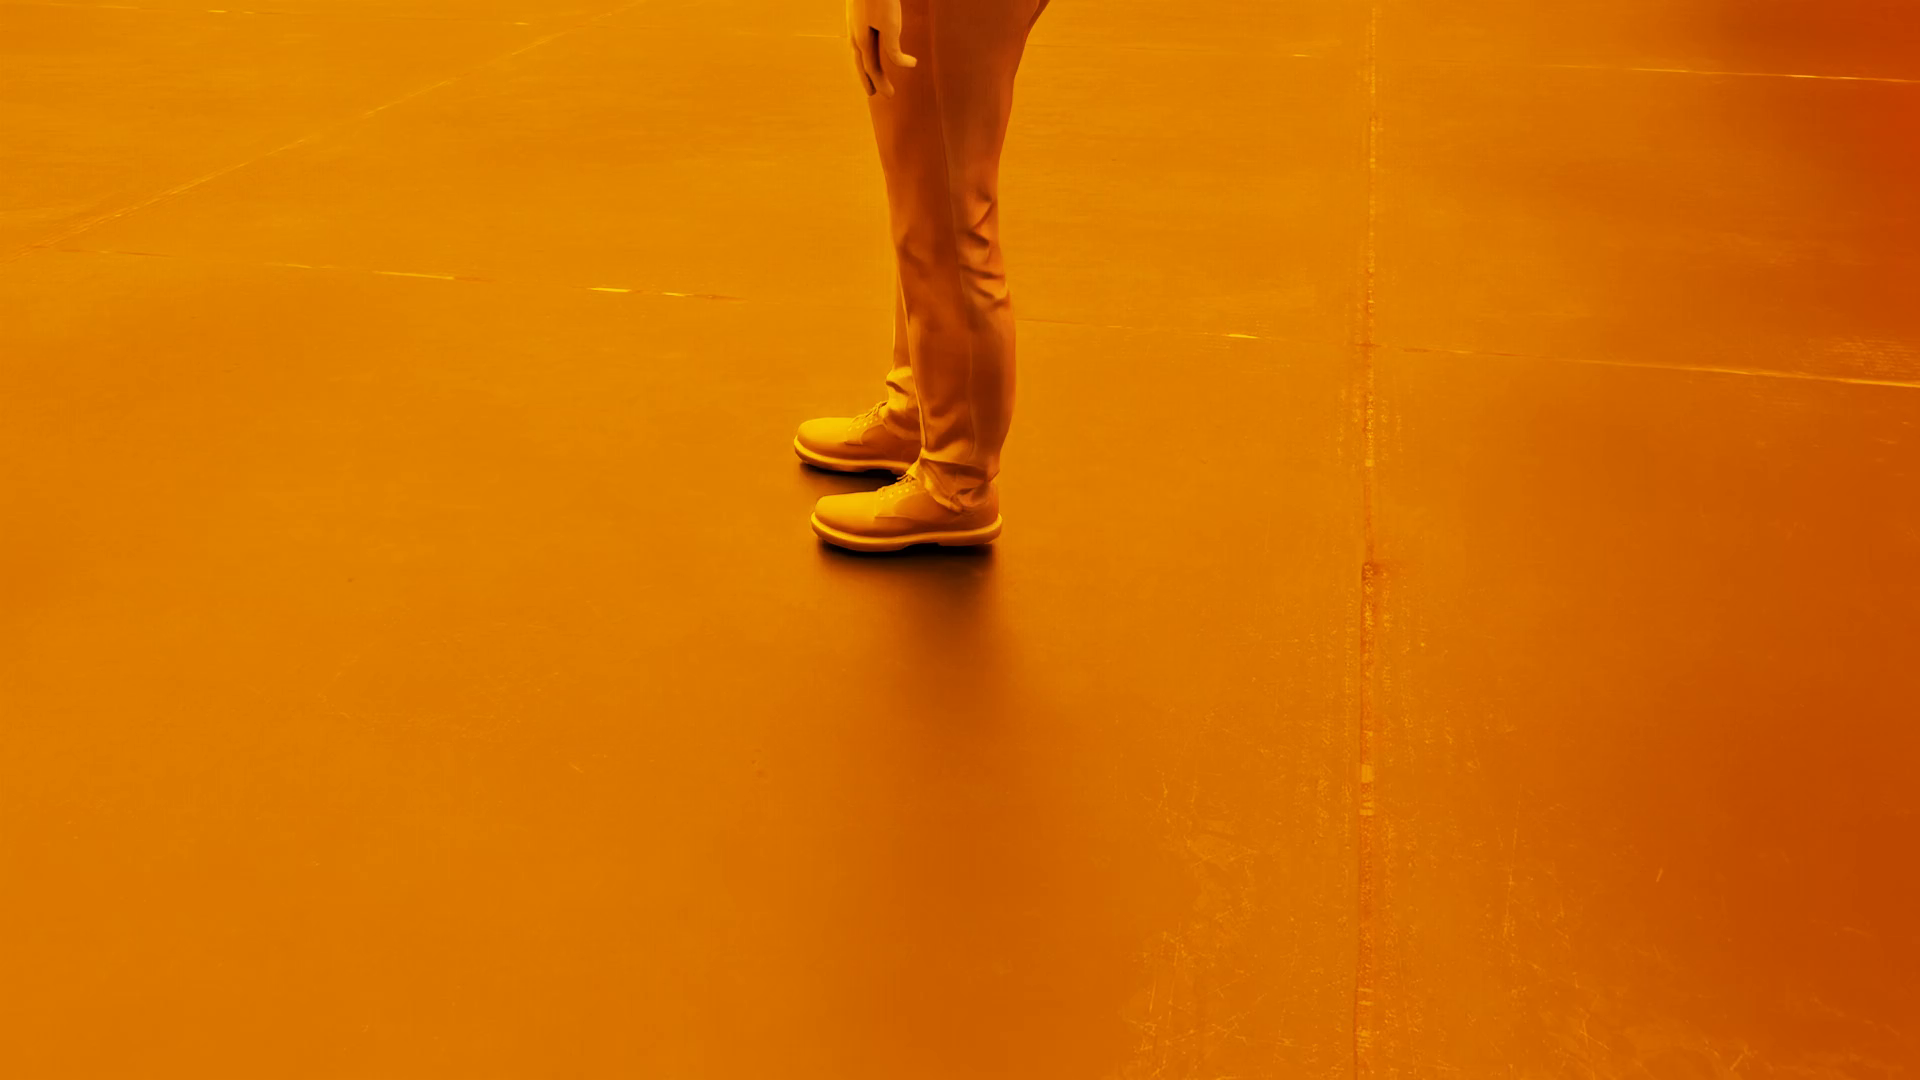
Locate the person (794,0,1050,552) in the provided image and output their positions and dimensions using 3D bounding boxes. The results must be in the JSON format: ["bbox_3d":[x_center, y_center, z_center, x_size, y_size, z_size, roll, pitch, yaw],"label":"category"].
[{"bbox_3d":[-0.065,-0.772,2.134,0.531,1.695,0.587,6,27,11],"label":"person"}]
